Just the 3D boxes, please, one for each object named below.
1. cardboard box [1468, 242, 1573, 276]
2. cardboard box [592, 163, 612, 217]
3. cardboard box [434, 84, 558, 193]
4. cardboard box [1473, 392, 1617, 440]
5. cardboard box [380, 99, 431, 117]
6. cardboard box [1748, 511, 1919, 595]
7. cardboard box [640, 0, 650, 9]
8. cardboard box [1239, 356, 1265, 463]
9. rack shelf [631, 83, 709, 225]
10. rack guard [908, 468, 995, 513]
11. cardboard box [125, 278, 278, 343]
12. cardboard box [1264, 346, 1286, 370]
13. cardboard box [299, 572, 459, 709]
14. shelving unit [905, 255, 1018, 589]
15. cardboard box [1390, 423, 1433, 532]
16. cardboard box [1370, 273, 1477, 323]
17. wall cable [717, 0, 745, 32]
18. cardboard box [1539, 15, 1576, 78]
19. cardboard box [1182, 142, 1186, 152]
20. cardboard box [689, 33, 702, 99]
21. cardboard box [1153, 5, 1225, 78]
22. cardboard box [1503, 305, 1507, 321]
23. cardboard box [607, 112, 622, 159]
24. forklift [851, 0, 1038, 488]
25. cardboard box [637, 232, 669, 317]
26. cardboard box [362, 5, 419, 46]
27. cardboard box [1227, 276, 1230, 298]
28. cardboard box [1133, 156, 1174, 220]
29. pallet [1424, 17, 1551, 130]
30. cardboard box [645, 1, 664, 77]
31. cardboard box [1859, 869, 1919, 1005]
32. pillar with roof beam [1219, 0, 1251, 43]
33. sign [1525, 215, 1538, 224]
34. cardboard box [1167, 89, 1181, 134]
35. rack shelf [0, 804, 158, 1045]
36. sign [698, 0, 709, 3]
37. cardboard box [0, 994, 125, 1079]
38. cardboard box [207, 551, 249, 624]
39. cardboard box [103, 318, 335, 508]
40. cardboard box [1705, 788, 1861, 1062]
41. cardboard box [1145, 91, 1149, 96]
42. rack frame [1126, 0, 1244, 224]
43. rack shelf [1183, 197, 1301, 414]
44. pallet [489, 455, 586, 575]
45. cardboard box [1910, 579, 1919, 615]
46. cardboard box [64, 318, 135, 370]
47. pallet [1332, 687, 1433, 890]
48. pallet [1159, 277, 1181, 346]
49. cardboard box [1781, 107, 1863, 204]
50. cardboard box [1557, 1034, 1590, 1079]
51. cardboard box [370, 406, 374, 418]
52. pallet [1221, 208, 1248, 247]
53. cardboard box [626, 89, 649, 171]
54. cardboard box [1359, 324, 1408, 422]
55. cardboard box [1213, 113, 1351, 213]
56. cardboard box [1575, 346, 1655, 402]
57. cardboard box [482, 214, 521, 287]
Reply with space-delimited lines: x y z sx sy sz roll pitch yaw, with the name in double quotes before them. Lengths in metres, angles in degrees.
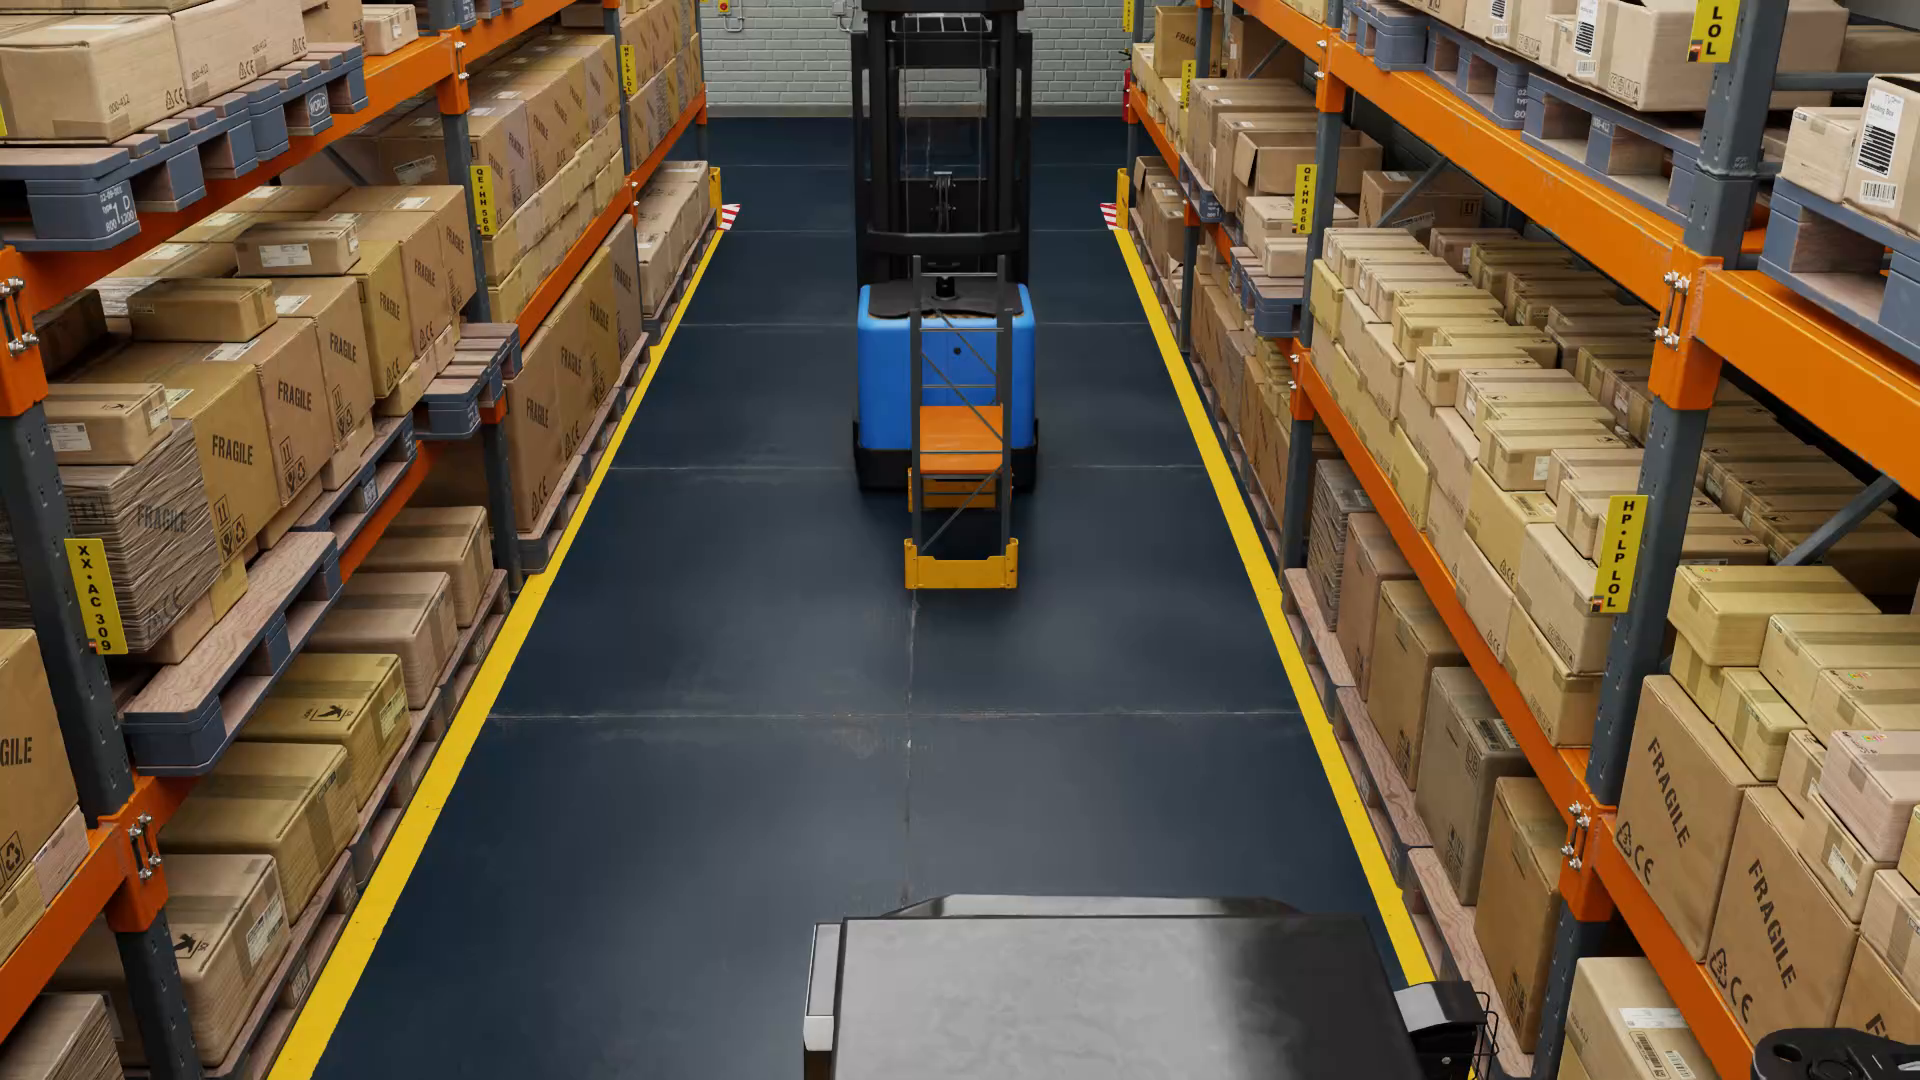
"cardboard box" 2.495 -1.226 7.413 0.380 0.149 0.250 0 24 1
"cardboard box" -2.571 -2.288 10.851 0.500 0.250 0.500 -1 24 -1
"cardboard box" -2.555 -2.225 9.195 0.500 0.500 0.500 0 24 1
"cardboard box" 1.945 -0.382 5.545 0.380 0.149 0.250 -1 24 -2
"cardboard box" -3.070 -2.026 8.755 0.500 0.500 0.500 0 24 0
"cardboard box" 2.428 0.036 4.623 0.380 0.149 0.250 -1 24 -2
"cardboard box" -2.556 -4.101 12.556 0.380 0.149 0.250 -1 24 -2
"cardboard box" 1.951 -0.773 9.844 0.500 0.500 0.500 1 24 2
"rack shelf" -2.855 -3.246 13.661 1.077 0.370 4.000 0 24 -1
"rack guard" -0.005 -0.288 9.583 0.587 0.250 0.087 0 24 -1
"cardboard box" -2.512 -0.764 5.521 0.380 0.149 0.250 1 24 2
"cardboard box" 1.965 -1.006 9.571 0.380 0.149 0.250 0 24 1
"cardboard box" -2.777 0.441 7.314 0.950 0.372 0.625 -1 24 -2
"shelving unit" 0.001 -0.652 8.871 0.587 1.500 1.083 0 24 -1
"cardboard box" 1.952 -0.240 6.323 0.500 0.250 0.500 1 24 1
"cardboard box" 1.931 -1.011 6.936 0.380 0.149 0.250 0 24 0
"wall cable" -2.961 -7.199 20.256 0.585 1.953 0.123 0 24 -1
"cardboard box" 1.902 -1.418 4.780 0.380 0.149 0.250 0 24 -1
"cardboard box" 1.850 -2.897 12.320 0.380 0.149 0.250 0 24 1
"cardboard box" -2.607 -4.246 14.878 0.500 0.500 0.500 0 24 0
"cardboard box" 1.839 -4.025 13.420 0.500 0.500 0.500 0 24 1
"cardboard box" 2.464 -0.891 7.155 0.500 0.250 0.500 0 24 0
"cardboard box" -2.585 -2.729 11.219 0.500 0.250 0.500 0 24 -1
"forklift" -0.117 -2.204 10.567 1.130 2.935 3.031 -1 24 -2
"cardboard box" -2.732 -2.033 12.705 0.875 0.438 0.875 -1 24 -1
"cardboard box" -2.576 -2.225 7.195 0.380 0.149 0.250 0 24 -1
"cardboard box" 1.980 -1.641 10.974 0.380 0.149 0.250 -1 24 -1
"cardboard box" 1.999 -3.224 15.257 0.797 0.503 0.637 -1 24 -3
"pallet" 2.286 -1.666 5.884 1.003 0.211 1.213 1 24 2
"cardboard box" -2.589 -3.868 12.827 0.500 0.500 0.500 0 24 0
"cardboard box" 1.923 0.738 3.070 0.380 0.149 0.250 0 24 -1
"pillar with roof beam" -1.346 -8.251 16.574 9.100 9.000 0.400 0 24 -1
"sign" 2.729 -1.657 7.869 0.100 0.325 0.005 0 24 -1
"cardboard box" 1.861 -3.256 12.631 0.500 0.250 0.500 0 24 0
"rack shelf" -2.724 1.698 2.728 1.077 0.370 4.000 0 24 -1
"sign" -2.334 -5.031 15.040 0.100 0.325 0.005 0 24 -1
"cardboard box" -2.471 1.509 4.191 0.500 0.500 0.500 -1 24 -1
"cardboard box" -2.430 0.137 5.101 0.380 0.149 0.250 0 24 1
"cardboard box" -2.462 -0.431 5.570 0.500 0.500 0.500 0 24 -1
"cardboard box" 1.984 0.876 3.553 0.500 0.500 0.500 0 24 0
"cardboard box" 1.865 -4.067 14.906 0.380 0.149 0.250 0 24 1
"rack frame" 2.087 -4.422 15.388 1.000 3.000 0.127 0 24 -1
"rack shelf" 2.152 -1.622 10.069 1.077 0.370 4.000 0 24 -1
"pallet" -2.722 -0.157 9.340 1.003 0.211 1.213 0 24 -1
"cardboard box" 2.523 0.176 3.951 0.380 0.149 0.250 0 24 0
"cardboard box" -2.986 -0.432 5.574 0.500 0.500 0.500 1 24 1
"pallet" 2.155 0.986 6.814 1.003 0.211 1.213 0 24 -1
"pallet" 2.124 -1.786 12.944 1.003 0.211 1.213 0 24 -1
"cardboard box" 1.919 -0.780 3.369 0.380 0.149 0.250 0 24 1
"cardboard box" 1.914 1.557 4.388 0.500 0.250 0.500 0 24 -1
"cardboard box" -2.539 -0.510 6.532 0.380 0.149 0.250 0 24 0
"pallet" 2.148 -1.840 9.910 1.003 0.211 1.213 0 24 -1
"cardboard box" -2.576 -2.990 12.100 0.500 0.500 0.500 1 24 1
"cardboard box" 1.927 -0.679 6.687 0.500 0.250 0.500 -1 24 -2
"cardboard box" 1.926 -2.274 10.006 0.700 0.500 0.500 0 24 -1
"cardboard box" 2.458 -0.593 6.012 0.380 0.149 0.250 0 24 0
"cardboard box" -2.548 -1.471 8.438 0.500 0.250 0.500 0 24 -1
